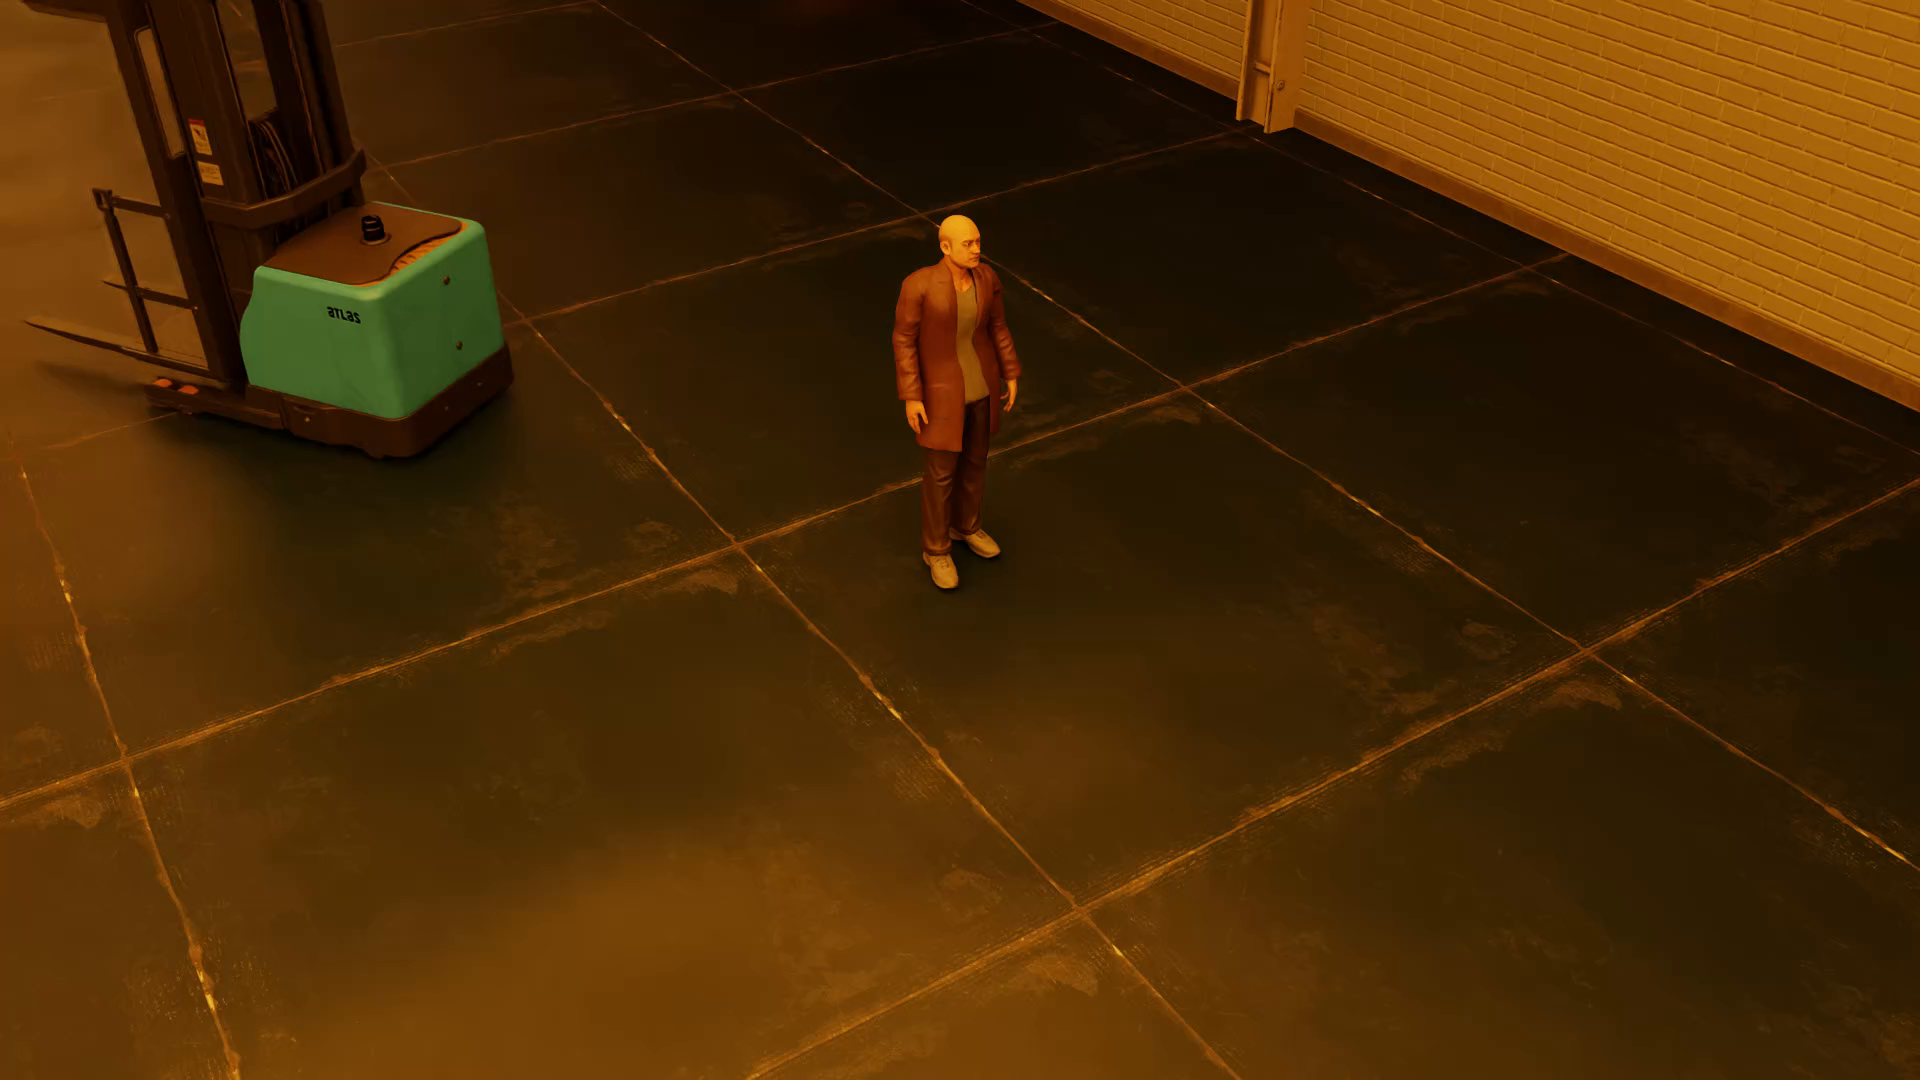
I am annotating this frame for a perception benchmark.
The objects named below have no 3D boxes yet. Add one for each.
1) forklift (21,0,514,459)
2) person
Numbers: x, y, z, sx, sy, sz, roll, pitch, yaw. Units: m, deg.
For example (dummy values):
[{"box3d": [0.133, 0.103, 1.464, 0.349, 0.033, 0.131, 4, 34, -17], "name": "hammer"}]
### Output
[{"box3d": [-4.235, -2.200, 9.278, 3.031, 2.935, 1.130, 14, 37, 19], "name": "forklift"}, {"box3d": [0.045, -0.688, 8.118, 0.696, 1.775, 0.582, -21, 40, -27], "name": "person"}]
